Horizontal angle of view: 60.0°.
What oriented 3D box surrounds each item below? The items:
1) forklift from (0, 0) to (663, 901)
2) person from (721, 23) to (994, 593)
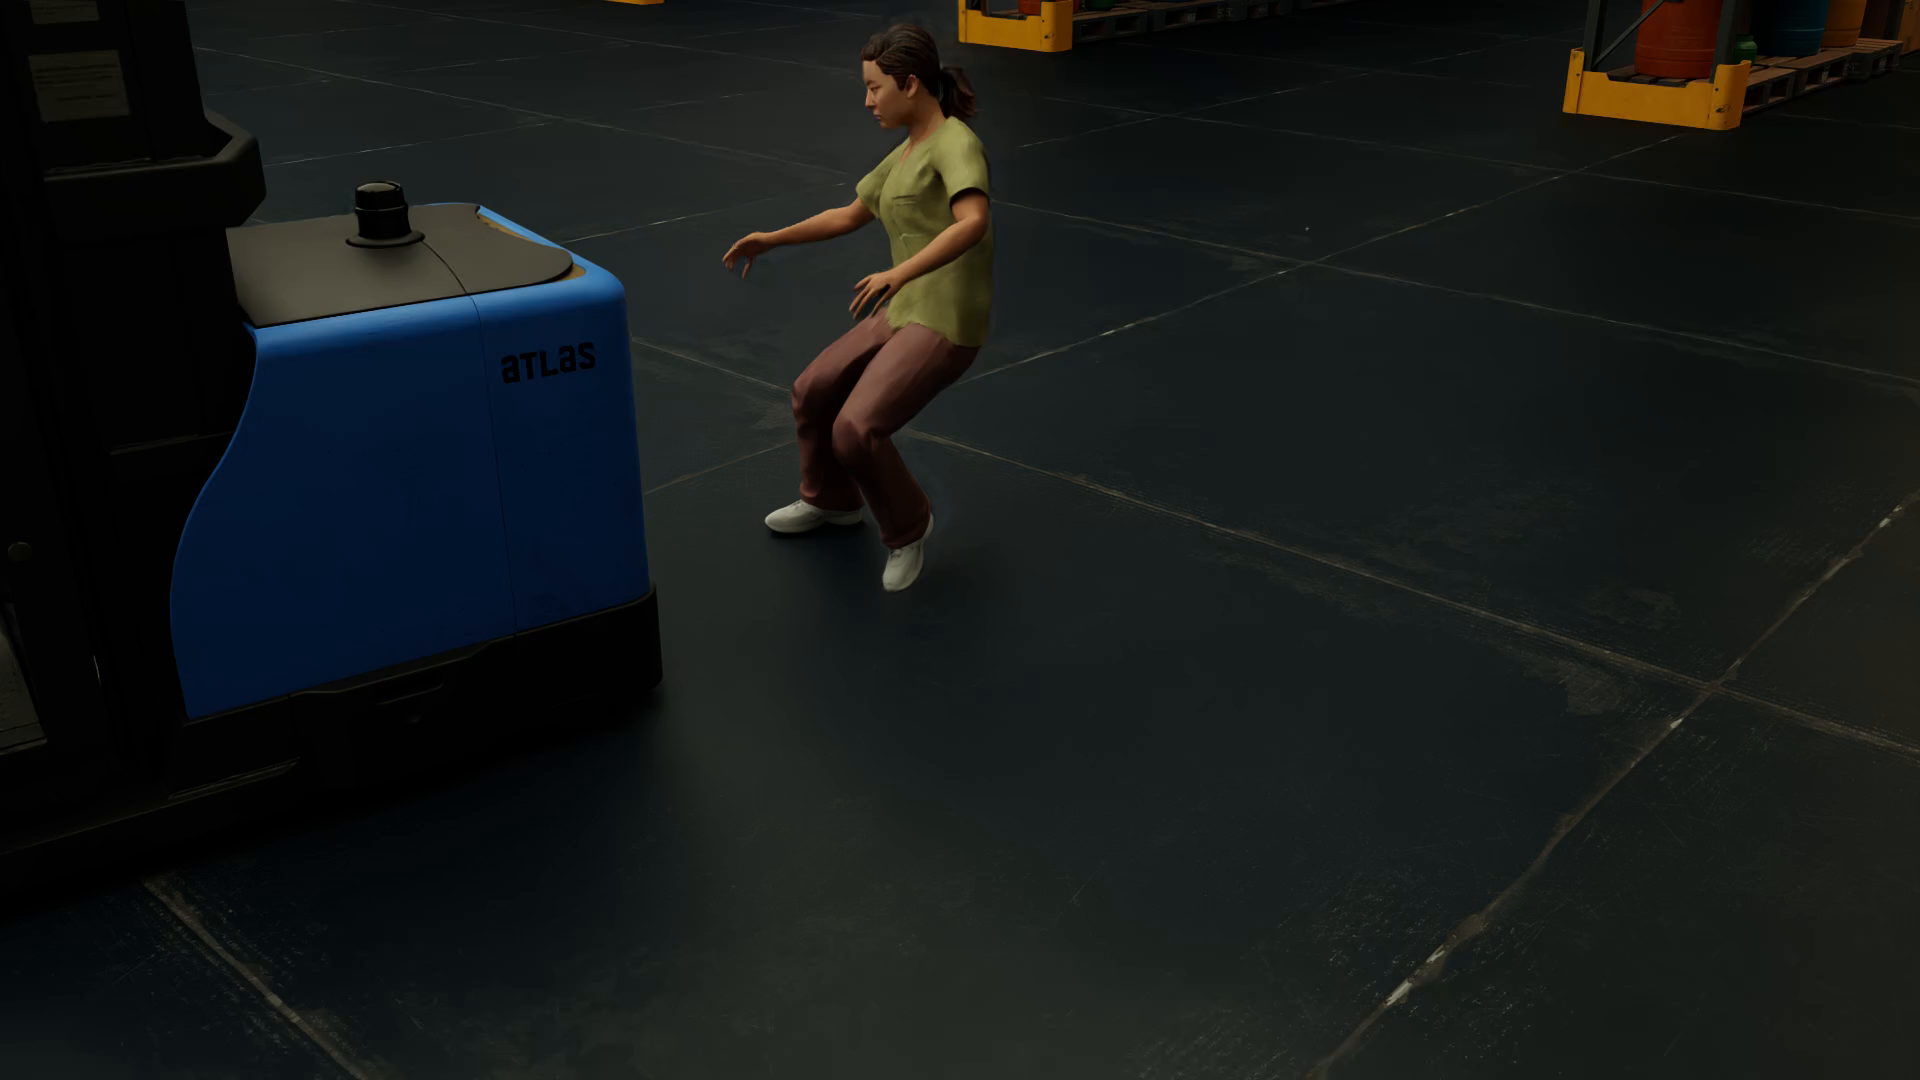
[{"bbox_3d":[-2.226,-0.759,3.058,3.031,2.935,1.130,-15,28,-31],"label":"forklift"},{"bbox_3d":[-0.244,-0.607,4.495,0.674,1.495,0.835,-8,25,-19],"label":"person"}]
